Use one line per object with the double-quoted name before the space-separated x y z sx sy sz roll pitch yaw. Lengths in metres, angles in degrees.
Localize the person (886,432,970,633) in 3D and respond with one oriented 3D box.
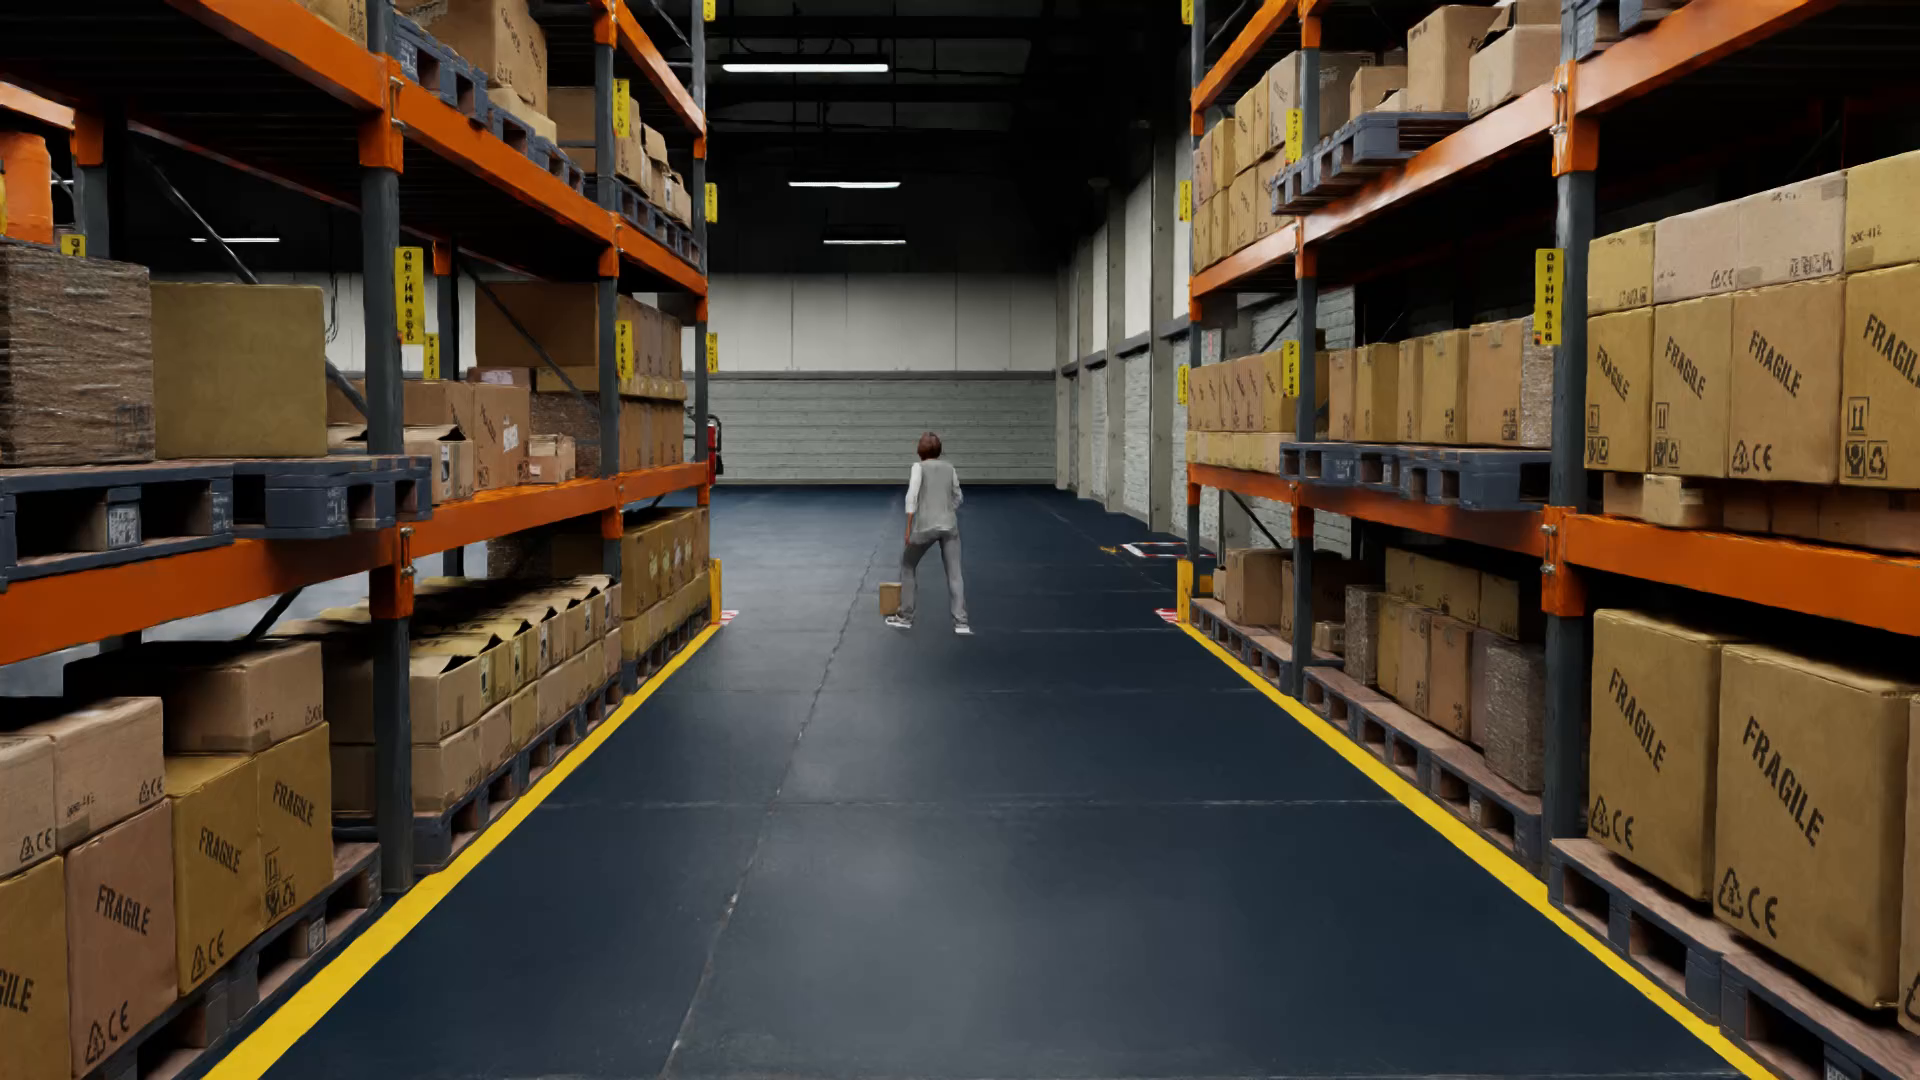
"person" -0.214 -0.063 12.825 0.566 1.540 0.743 -1 4 -19
